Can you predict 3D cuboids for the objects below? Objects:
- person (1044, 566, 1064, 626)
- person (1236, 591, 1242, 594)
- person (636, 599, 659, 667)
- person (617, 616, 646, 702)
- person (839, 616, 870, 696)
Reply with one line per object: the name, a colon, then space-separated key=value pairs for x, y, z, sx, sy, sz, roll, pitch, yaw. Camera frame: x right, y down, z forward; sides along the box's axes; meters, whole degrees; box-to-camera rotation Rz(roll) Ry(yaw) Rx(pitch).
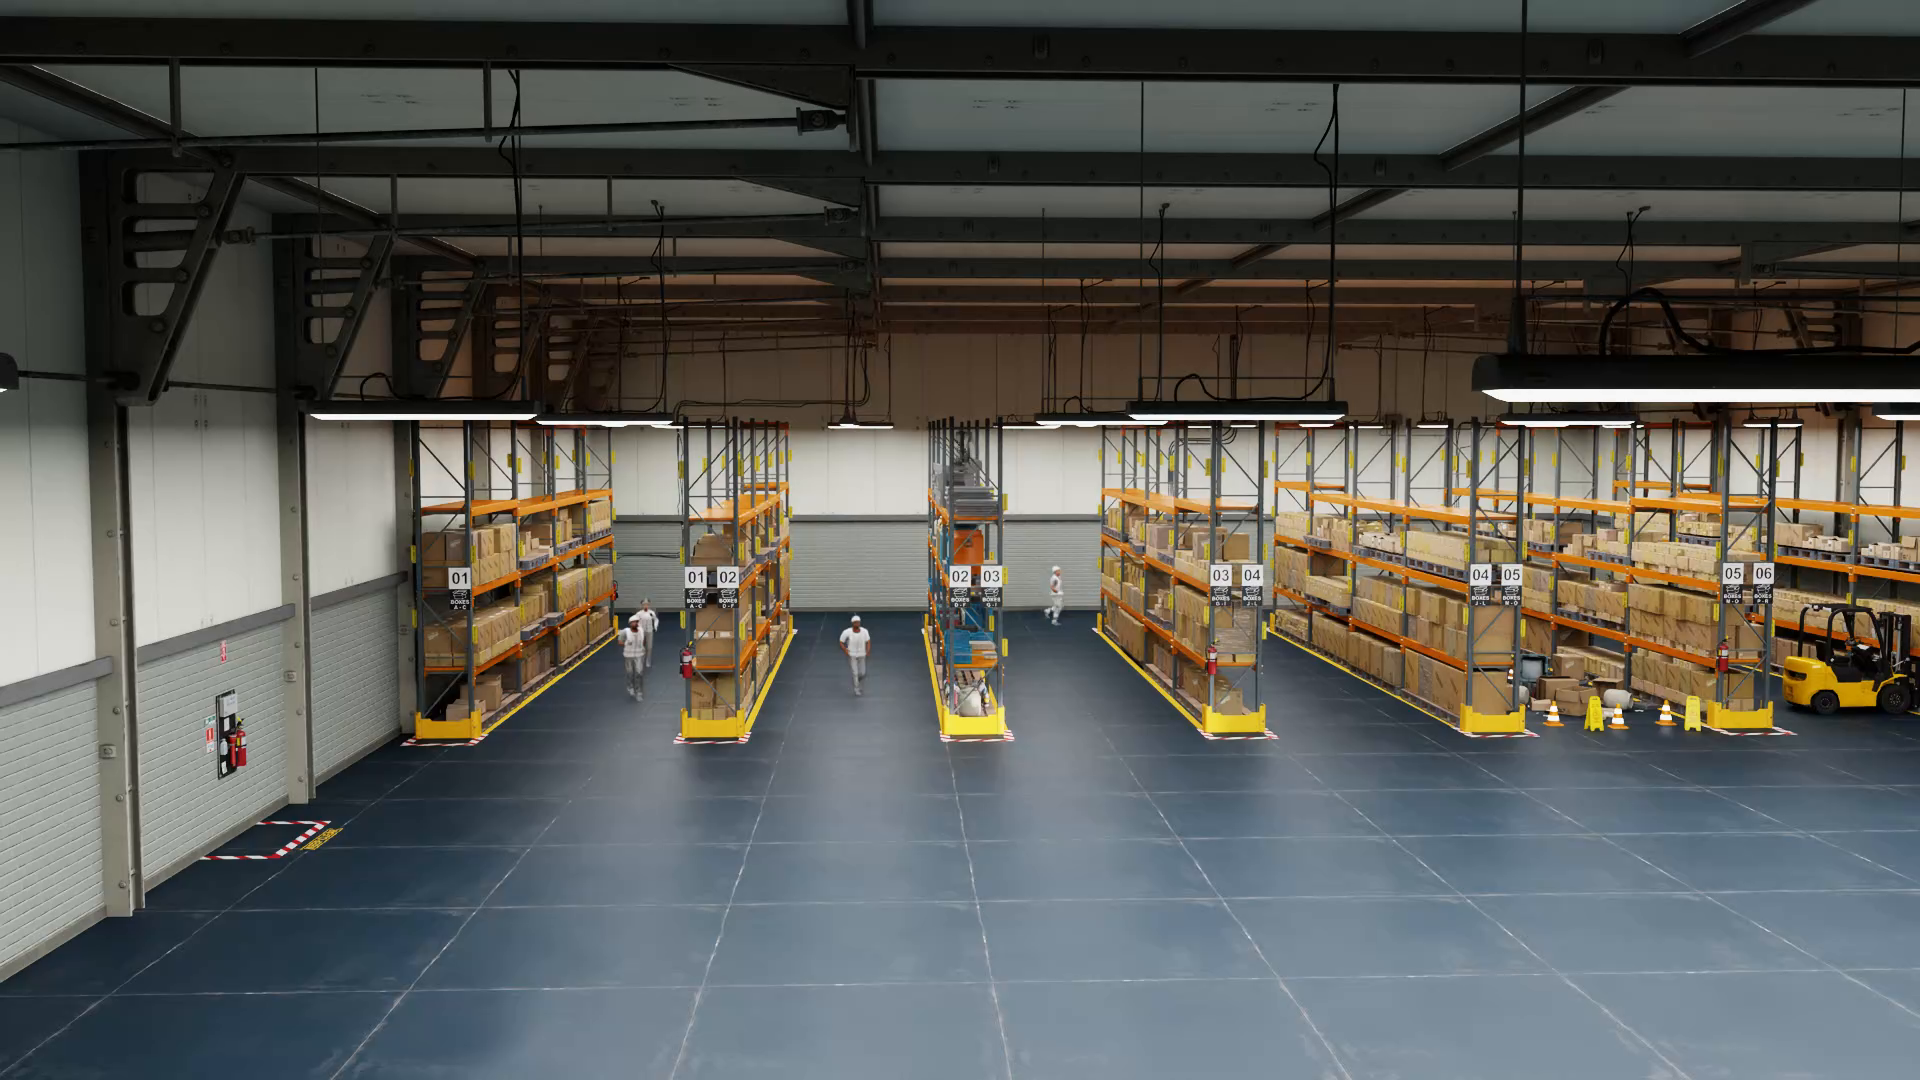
person: x=2.797 y=1.647 z=49.213 sx=0.676 sy=1.752 sz=0.670 roll=1 pitch=4 yaw=18
person: x=8.052 y=1.810 z=47.738 sx=0.613 sy=1.595 sz=0.533 roll=1 pitch=4 yaw=19
person: x=-7.633 y=2.250 z=40.503 sx=0.625 sy=1.654 sz=0.724 roll=-1 pitch=4 yaw=-16
person: x=-6.988 y=2.526 z=35.473 sx=0.646 sy=1.847 sz=0.797 roll=-1 pitch=4 yaw=-20
person: x=-2.282 y=2.504 z=36.118 sx=0.708 sy=1.725 sz=0.585 roll=-1 pitch=4 yaw=-15
